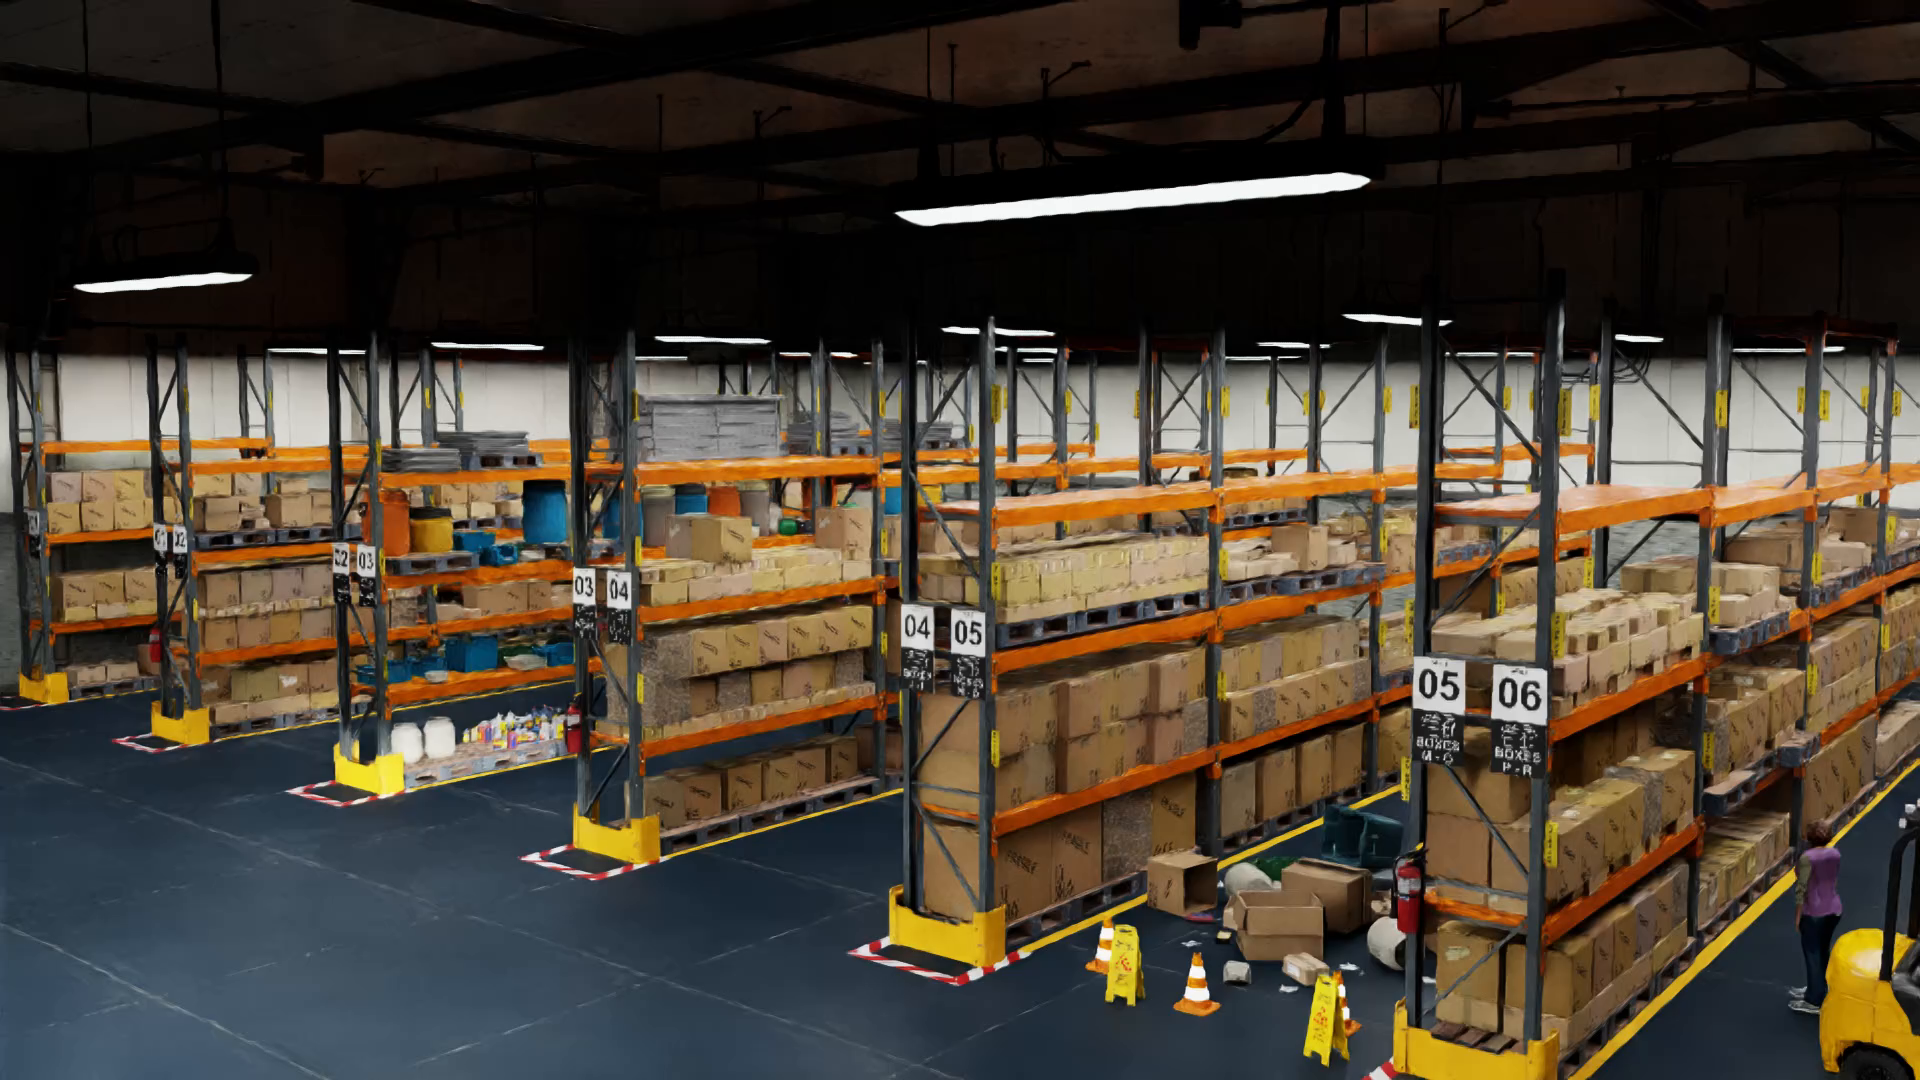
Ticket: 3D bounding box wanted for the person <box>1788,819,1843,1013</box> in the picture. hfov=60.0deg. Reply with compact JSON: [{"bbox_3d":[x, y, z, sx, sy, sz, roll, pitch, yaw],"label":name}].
[{"bbox_3d":[7.113,3.132,13.866,0.467,1.557,0.453,-2,5,-20],"label":"person"}]
